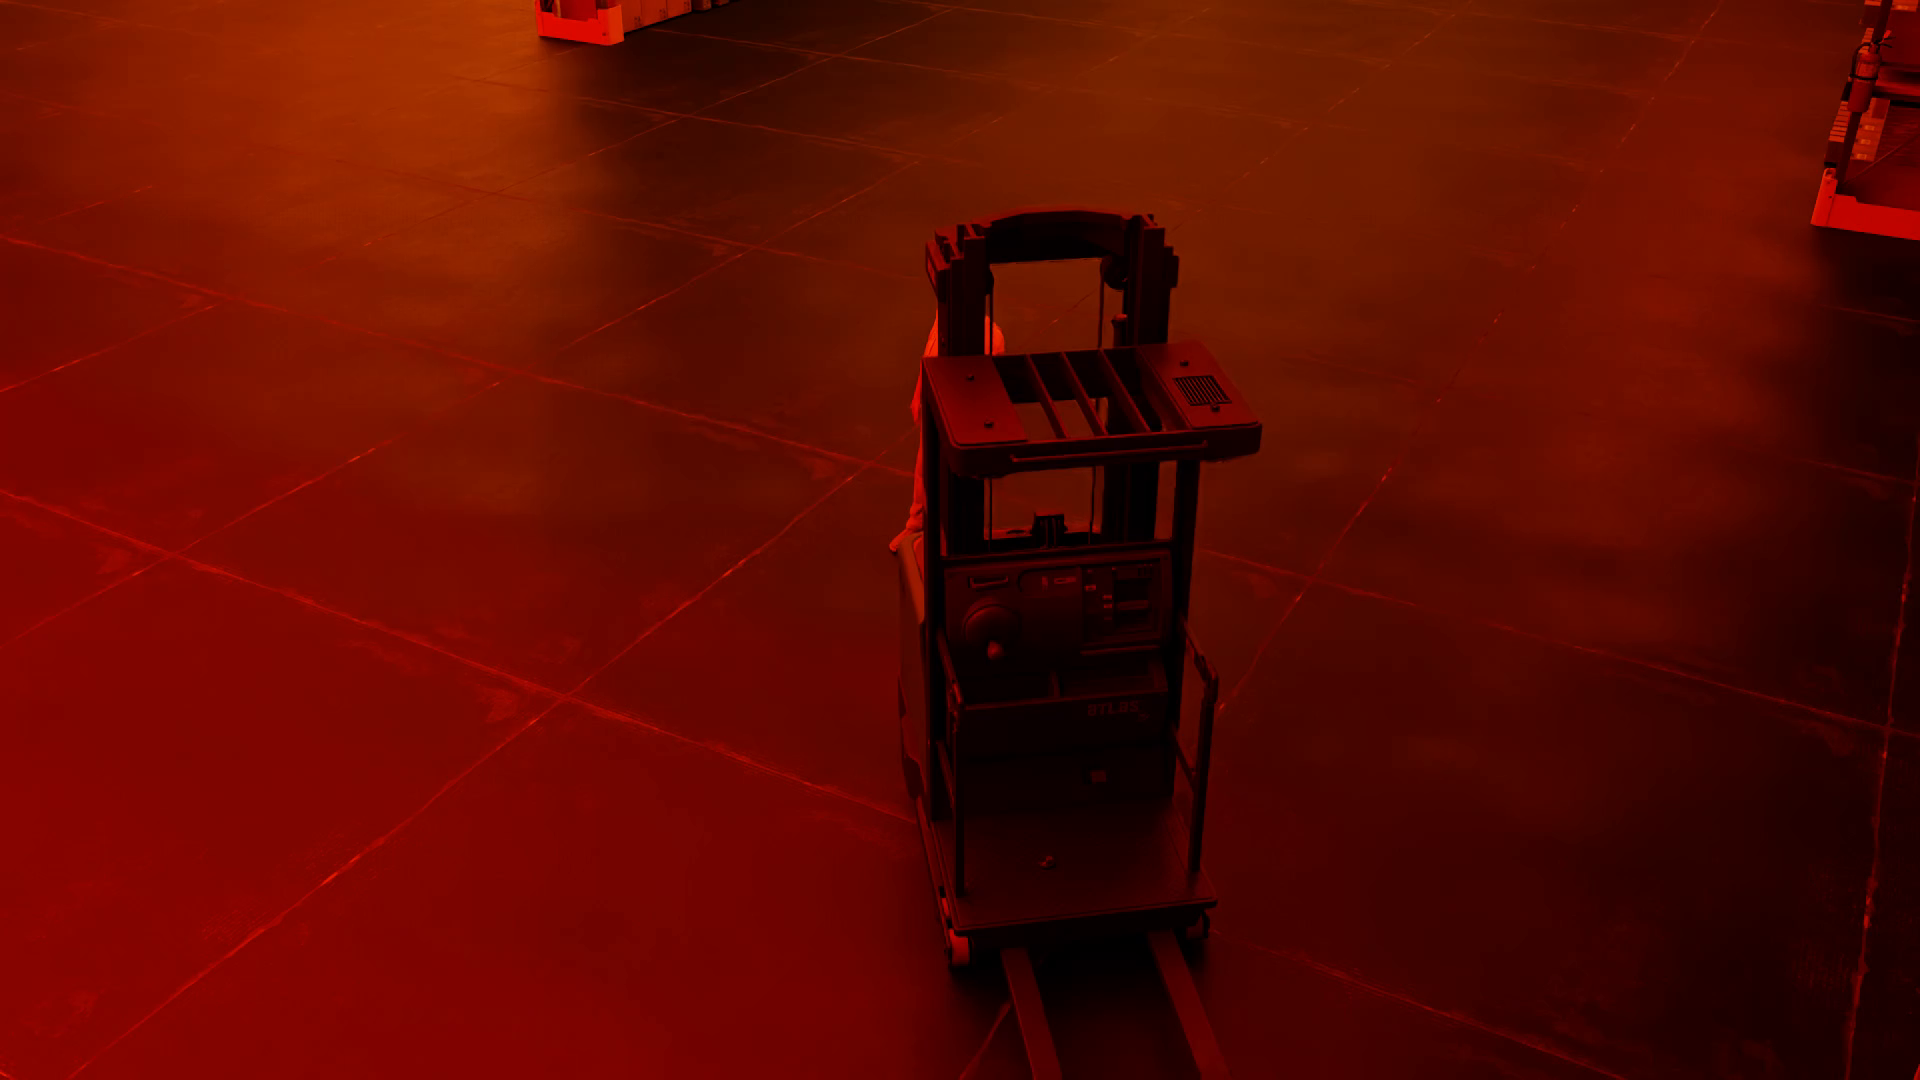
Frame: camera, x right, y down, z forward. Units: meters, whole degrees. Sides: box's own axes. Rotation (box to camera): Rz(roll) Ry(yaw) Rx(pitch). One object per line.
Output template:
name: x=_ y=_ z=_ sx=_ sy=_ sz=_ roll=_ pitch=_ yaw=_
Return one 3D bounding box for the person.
person: x=-0.057 y=-0.701 z=9.534 sx=0.598 sy=1.670 sz=0.529 roll=15 pitch=33 yaw=25

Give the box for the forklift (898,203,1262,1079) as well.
forklift: x=0.439 y=0.313 z=6.528 sx=1.130 sy=2.935 sz=3.031 roll=-5 pitch=30 yaw=-8
